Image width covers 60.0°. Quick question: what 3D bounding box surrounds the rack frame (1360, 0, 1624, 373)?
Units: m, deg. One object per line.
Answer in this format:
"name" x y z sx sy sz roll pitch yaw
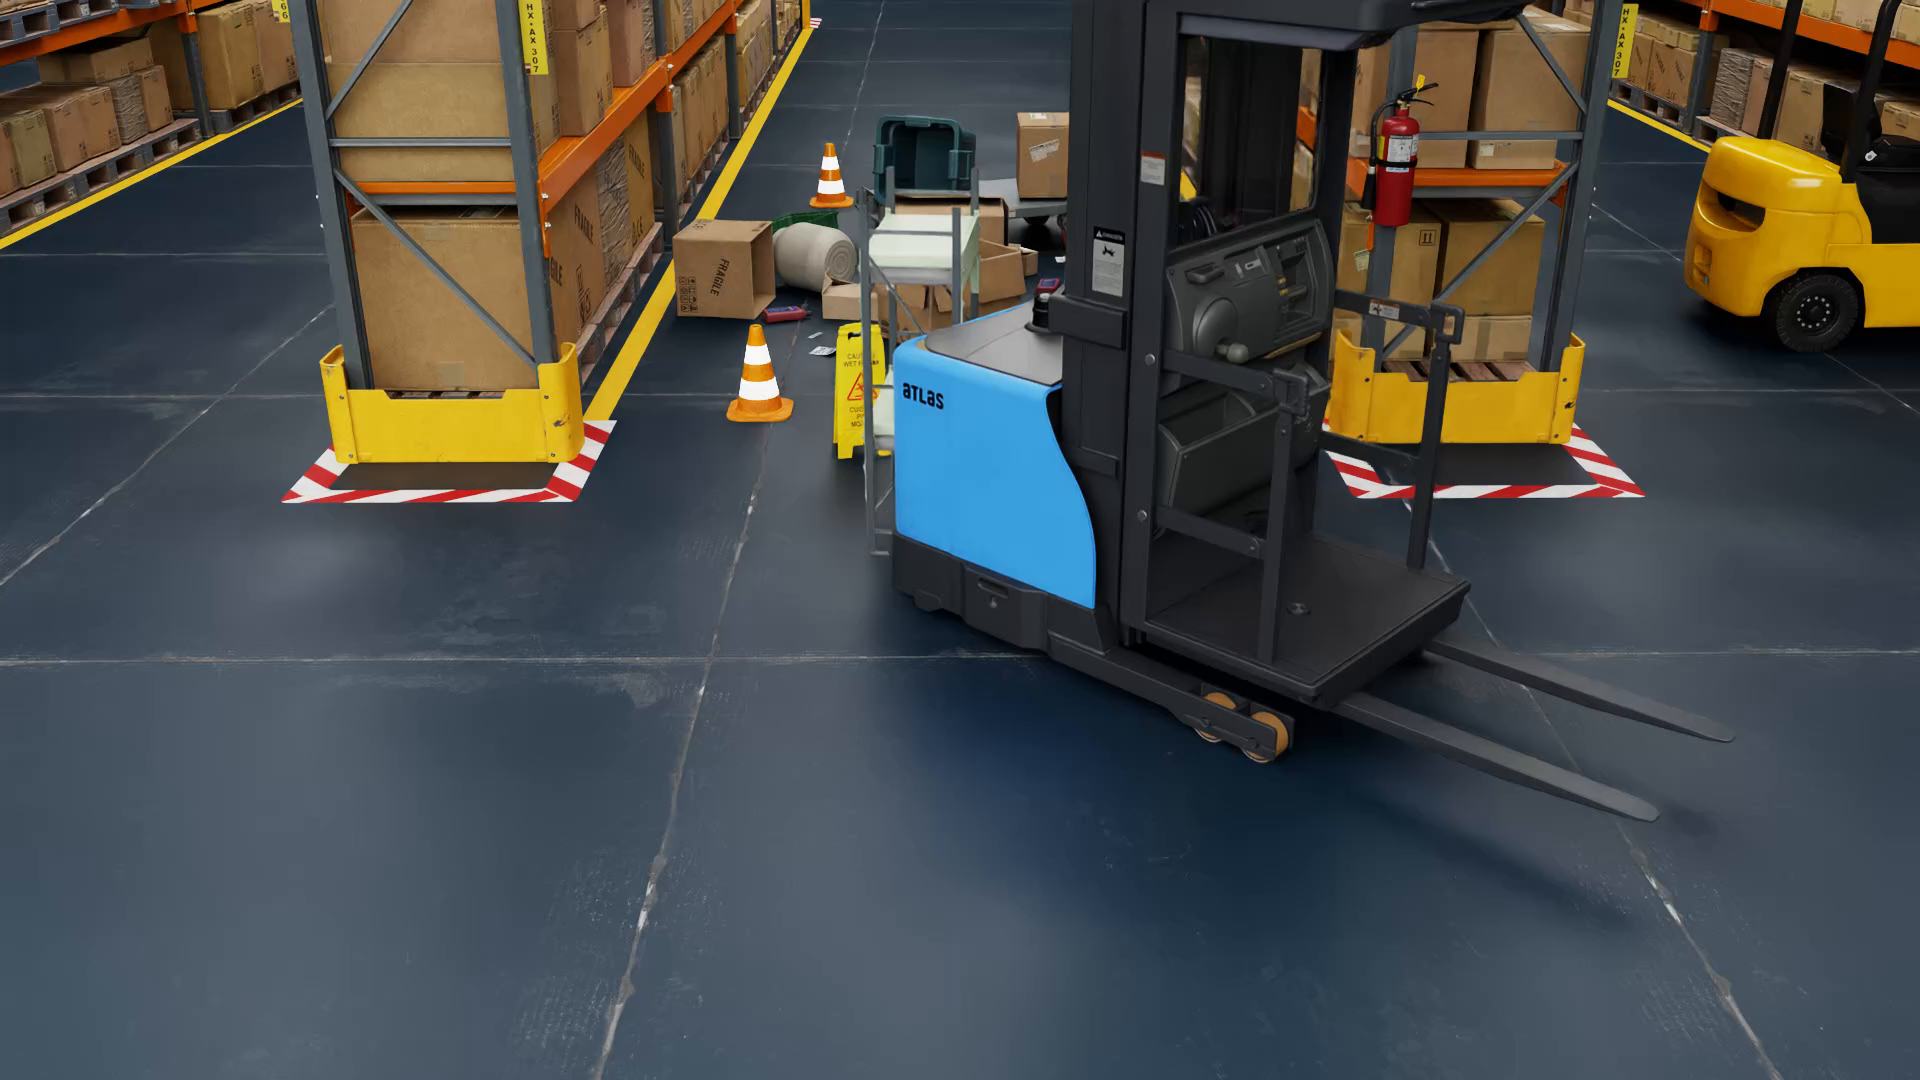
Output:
"rack frame" 2.484 -1.885 7.778 1.000 3.000 0.127 0 24 -1

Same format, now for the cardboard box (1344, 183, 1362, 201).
"cardboard box" 2.144 -1.941 9.031 0.380 0.149 0.250 0 24 1

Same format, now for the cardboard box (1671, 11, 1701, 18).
"cardboard box" 7.638 -5.414 17.317 0.380 0.149 0.250 -1 24 -3

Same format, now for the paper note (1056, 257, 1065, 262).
"paper note" 0.740 -1.954 11.534 0.148 0.019 0.142 0 24 -1

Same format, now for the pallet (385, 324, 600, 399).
"pallet" -2.551 -0.880 8.939 1.003 0.211 1.213 0 24 -1

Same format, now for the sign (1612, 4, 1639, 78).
"sign" 3.027 -2.282 7.605 0.100 0.325 0.005 0 24 -1

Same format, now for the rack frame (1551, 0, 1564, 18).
"rack frame" 7.317 -6.854 18.764 1.000 3.000 0.127 0 24 -1

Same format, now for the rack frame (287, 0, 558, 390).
"rack frame" -2.464 -1.821 7.637 1.000 3.000 0.127 0 24 -1

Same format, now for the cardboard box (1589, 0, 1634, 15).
"cardboard box" 7.149 -5.833 18.244 0.380 0.149 0.250 -1 24 -3

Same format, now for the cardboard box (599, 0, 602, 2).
"cardboard box" -2.548 -3.428 9.698 0.875 0.550 0.550 0 24 -1

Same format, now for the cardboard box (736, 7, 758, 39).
"cardboard box" -2.315 -5.210 16.743 0.500 0.250 0.500 0 24 0

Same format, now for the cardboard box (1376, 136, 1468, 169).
"cardboard box" 2.266 -1.924 8.168 0.380 0.149 0.250 1 24 1

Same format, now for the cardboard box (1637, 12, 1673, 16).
"cardboard box" 7.163 -5.404 17.295 0.380 0.149 0.250 0 24 0

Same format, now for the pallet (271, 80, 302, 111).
"pallet" -7.456 -4.693 17.371 1.003 0.211 1.213 0 24 -1

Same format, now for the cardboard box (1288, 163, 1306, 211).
"cardboard box" 2.207 -1.917 9.766 0.500 0.500 0.500 -1 24 -2

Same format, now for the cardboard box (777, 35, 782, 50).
"cardboard box" -2.278 -5.810 19.406 0.380 0.149 0.250 -1 24 -3

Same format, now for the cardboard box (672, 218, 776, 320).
"cardboard box" -1.465 -1.697 10.392 0.500 0.500 0.500 4 25 9

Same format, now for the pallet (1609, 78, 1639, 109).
"pallet" 7.380 -4.744 17.483 1.003 0.211 1.213 0 24 -1

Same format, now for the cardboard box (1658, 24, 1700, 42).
"cardboard box" 7.109 -4.977 16.351 0.380 0.149 0.250 -1 24 -2

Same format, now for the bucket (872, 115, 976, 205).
"bucket" -0.201 -2.625 11.541 0.726 0.611 0.620 8 16 18

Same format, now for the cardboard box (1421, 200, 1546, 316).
"cardboard box" 2.751 -1.509 8.863 0.500 0.500 0.500 -1 24 -2

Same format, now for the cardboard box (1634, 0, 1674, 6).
"cardboard box" 7.628 -5.843 18.265 0.380 0.149 0.250 0 24 0

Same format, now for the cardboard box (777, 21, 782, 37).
"cardboard box" -2.279 -5.945 19.343 0.380 0.149 0.250 1 24 2

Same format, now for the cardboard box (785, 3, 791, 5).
"cardboard box" -2.338 -6.693 20.997 0.380 0.149 0.250 1 24 2

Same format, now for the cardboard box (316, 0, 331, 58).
"cardboard box" -7.529 -5.745 18.381 1.225 0.875 0.875 0 24 0

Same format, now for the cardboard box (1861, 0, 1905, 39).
"cardboard box" 7.126 -3.902 12.421 0.500 0.250 0.500 0 24 -1

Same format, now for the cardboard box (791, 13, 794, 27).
"cardboard box" -2.323 -6.669 21.306 0.380 0.149 0.250 -1 24 -3

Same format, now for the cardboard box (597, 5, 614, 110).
"cardboard box" -2.469 -2.718 9.438 0.875 0.550 0.500 0 24 -1

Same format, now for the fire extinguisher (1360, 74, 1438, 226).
"fire extinguisher" 2.025 -1.801 7.685 0.296 0.674 0.183 0 24 -1

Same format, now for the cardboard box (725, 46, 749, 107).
"cardboard box" -2.304 -4.463 16.001 0.500 0.500 0.500 -1 24 -3

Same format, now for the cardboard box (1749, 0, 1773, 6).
"cardboard box" 7.121 -4.746 14.285 0.500 0.250 0.500 -1 24 -2

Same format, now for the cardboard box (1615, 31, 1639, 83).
"cardboard box" 7.113 -5.067 17.337 0.500 0.500 0.500 -1 24 -2

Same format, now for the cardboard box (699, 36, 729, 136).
"cardboard box" -2.635 -4.033 14.747 1.050 0.750 0.750 -1 24 -1

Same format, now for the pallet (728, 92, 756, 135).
"pallet" -2.559 -4.169 16.212 1.003 0.211 1.213 0 24 -1

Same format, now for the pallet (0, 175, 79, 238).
"pallet" -7.479 -2.539 12.608 1.003 0.211 1.213 0 24 -1

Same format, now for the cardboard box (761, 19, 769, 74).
"cardboard box" -2.330 -5.303 17.859 0.500 0.500 0.500 -1 24 -2

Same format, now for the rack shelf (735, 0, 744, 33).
"rack shelf" -2.574 -5.614 16.896 1.077 0.370 4.000 0 24 -1

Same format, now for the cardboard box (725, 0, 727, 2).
"cardboard box" -2.278 -4.979 14.497 0.500 0.500 0.500 0 24 -1

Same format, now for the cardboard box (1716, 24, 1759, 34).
"cardboard box" 7.607 -4.981 16.361 0.380 0.149 0.250 0 24 0

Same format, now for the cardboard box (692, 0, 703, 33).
"cardboard box" -2.254 -4.147 12.658 0.500 0.500 0.500 0 24 -1

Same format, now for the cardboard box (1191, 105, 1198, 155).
"cardboard box" 2.412 -3.326 13.644 0.950 0.372 0.625 1 24 1

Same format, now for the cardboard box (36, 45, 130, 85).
"cardboard box" -7.459 -4.046 14.145 0.500 0.250 0.500 2 24 5

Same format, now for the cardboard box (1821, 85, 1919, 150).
"cardboard box" 7.386 -3.201 13.060 0.875 0.625 0.625 0 24 -1

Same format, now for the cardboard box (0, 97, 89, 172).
"cardboard box" -7.447 -3.231 13.252 0.700 0.500 0.500 -2 24 -5

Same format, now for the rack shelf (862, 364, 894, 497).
"rack shelf" -0.157 -0.472 7.264 0.431 0.370 0.720 3 24 6

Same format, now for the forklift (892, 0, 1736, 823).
"forklift" 1.153 -0.830 5.529 3.031 2.935 1.130 21 32 38

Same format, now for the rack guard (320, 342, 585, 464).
"rack guard" -2.464 -0.672 8.130 1.175 0.500 0.348 0 24 -1

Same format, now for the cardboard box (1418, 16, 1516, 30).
"cardboard box" 2.260 -2.731 7.953 0.700 0.500 0.500 -1 24 -2

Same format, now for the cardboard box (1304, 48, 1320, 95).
"cardboard box" 2.200 -2.701 9.100 0.500 0.500 0.500 0 24 -1

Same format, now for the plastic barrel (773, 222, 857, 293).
"plastic barrel" -0.962 -1.835 10.794 0.512 0.421 0.421 19 30 35

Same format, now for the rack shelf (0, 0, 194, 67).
"rack shelf" -7.491 -3.985 13.294 1.077 0.370 4.000 0 24 -1

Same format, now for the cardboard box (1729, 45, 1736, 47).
"cardboard box" 7.650 -4.635 16.382 0.500 0.500 0.500 0 24 0

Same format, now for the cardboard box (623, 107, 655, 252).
"cardboard box" -2.571 -2.433 11.059 0.875 0.875 0.875 0 24 0

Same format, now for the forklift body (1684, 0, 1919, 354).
"forklift body" 5.603 -2.295 9.715 2.313 2.155 1.214 0 24 -1

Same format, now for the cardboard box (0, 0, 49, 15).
"cardboard box" -7.338 -4.281 11.839 1.000 1.000 1.000 0 24 0

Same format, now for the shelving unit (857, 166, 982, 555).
"shelving unit" -0.157 -0.769 7.129 0.431 1.500 0.755 3 24 6

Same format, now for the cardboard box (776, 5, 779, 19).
"cardboard box" -2.336 -6.186 19.516 0.380 0.149 0.250 1 24 2

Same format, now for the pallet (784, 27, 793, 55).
"pallet" -2.654 -6.276 20.870 1.003 0.211 1.213 0 24 -1
